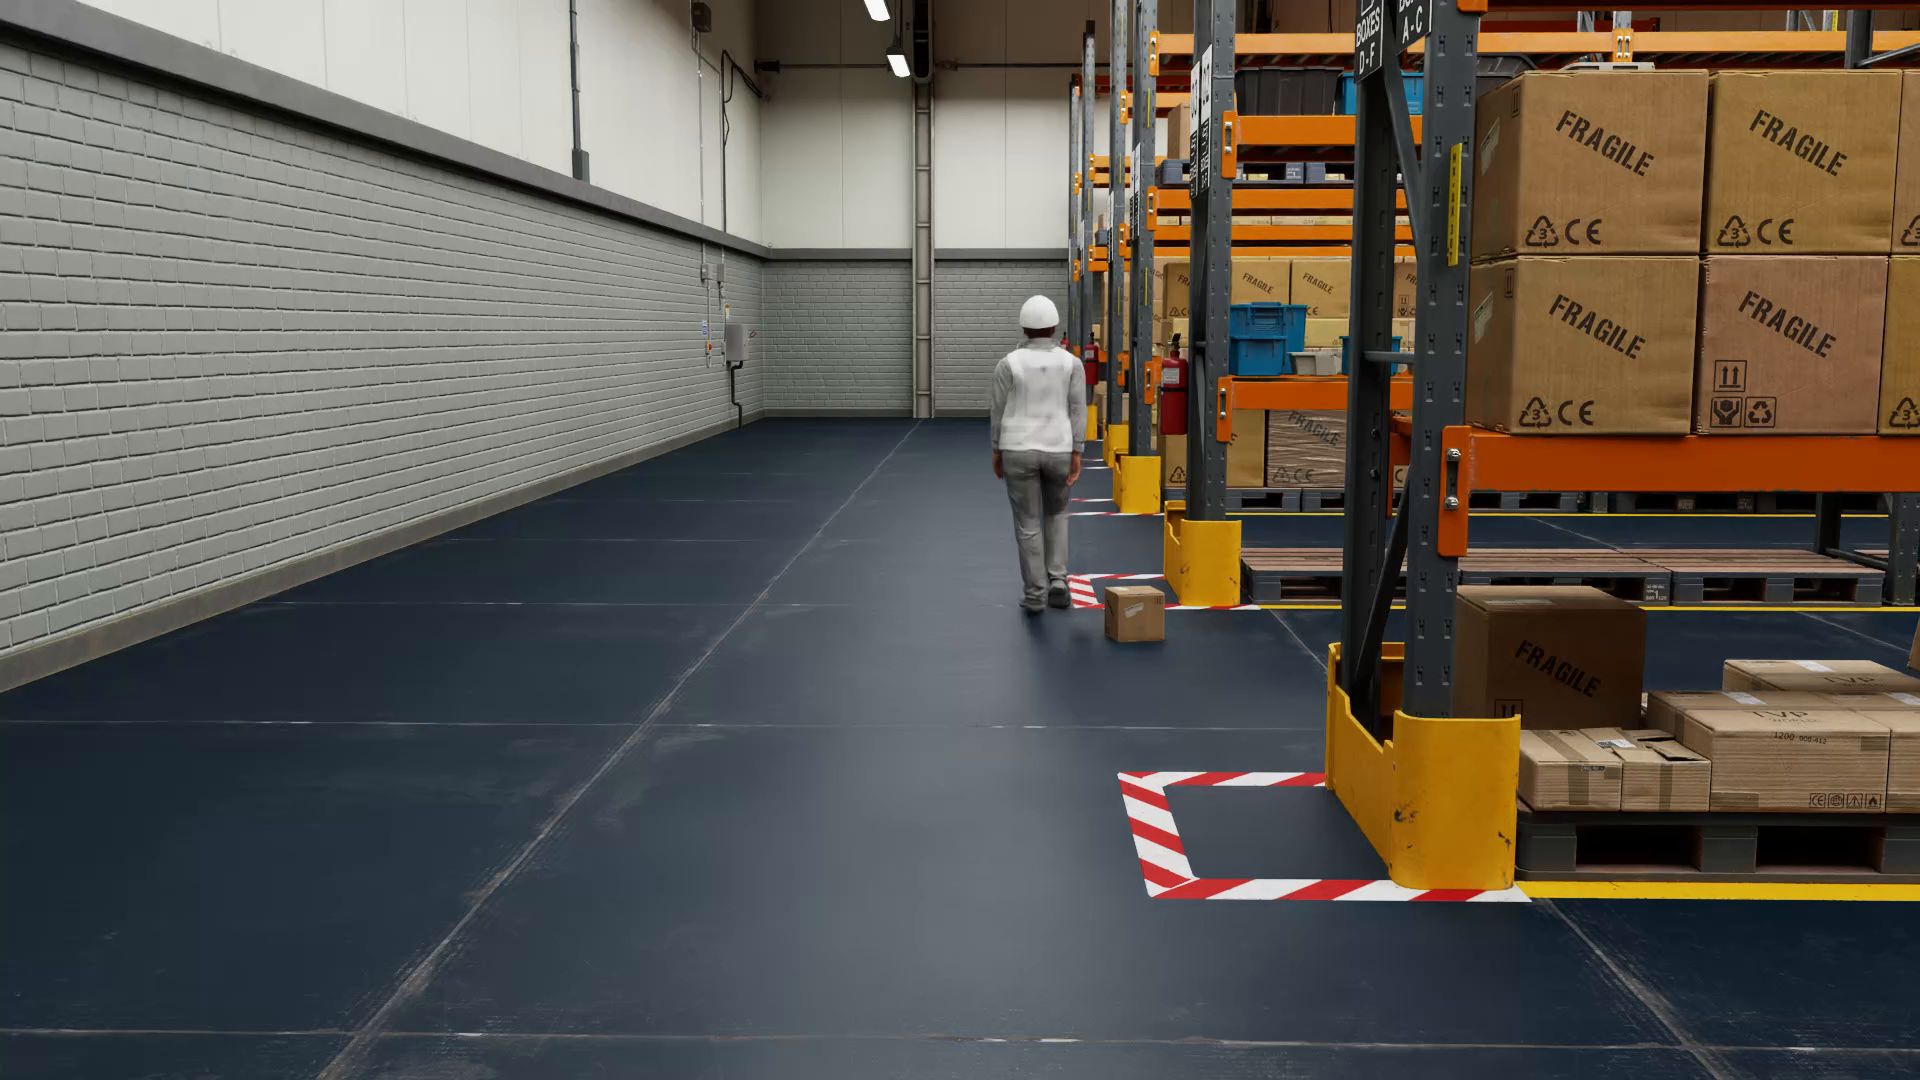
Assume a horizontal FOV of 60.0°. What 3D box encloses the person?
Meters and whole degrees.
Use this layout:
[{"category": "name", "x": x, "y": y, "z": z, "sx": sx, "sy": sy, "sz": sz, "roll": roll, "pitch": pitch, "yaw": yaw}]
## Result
[{"category": "person", "x": 0.430, "y": -0.470, "z": 9.438, "sx": 0.535, "sy": 1.819, "sz": 0.508, "roll": -1, "pitch": 7, "yaw": -9}]
